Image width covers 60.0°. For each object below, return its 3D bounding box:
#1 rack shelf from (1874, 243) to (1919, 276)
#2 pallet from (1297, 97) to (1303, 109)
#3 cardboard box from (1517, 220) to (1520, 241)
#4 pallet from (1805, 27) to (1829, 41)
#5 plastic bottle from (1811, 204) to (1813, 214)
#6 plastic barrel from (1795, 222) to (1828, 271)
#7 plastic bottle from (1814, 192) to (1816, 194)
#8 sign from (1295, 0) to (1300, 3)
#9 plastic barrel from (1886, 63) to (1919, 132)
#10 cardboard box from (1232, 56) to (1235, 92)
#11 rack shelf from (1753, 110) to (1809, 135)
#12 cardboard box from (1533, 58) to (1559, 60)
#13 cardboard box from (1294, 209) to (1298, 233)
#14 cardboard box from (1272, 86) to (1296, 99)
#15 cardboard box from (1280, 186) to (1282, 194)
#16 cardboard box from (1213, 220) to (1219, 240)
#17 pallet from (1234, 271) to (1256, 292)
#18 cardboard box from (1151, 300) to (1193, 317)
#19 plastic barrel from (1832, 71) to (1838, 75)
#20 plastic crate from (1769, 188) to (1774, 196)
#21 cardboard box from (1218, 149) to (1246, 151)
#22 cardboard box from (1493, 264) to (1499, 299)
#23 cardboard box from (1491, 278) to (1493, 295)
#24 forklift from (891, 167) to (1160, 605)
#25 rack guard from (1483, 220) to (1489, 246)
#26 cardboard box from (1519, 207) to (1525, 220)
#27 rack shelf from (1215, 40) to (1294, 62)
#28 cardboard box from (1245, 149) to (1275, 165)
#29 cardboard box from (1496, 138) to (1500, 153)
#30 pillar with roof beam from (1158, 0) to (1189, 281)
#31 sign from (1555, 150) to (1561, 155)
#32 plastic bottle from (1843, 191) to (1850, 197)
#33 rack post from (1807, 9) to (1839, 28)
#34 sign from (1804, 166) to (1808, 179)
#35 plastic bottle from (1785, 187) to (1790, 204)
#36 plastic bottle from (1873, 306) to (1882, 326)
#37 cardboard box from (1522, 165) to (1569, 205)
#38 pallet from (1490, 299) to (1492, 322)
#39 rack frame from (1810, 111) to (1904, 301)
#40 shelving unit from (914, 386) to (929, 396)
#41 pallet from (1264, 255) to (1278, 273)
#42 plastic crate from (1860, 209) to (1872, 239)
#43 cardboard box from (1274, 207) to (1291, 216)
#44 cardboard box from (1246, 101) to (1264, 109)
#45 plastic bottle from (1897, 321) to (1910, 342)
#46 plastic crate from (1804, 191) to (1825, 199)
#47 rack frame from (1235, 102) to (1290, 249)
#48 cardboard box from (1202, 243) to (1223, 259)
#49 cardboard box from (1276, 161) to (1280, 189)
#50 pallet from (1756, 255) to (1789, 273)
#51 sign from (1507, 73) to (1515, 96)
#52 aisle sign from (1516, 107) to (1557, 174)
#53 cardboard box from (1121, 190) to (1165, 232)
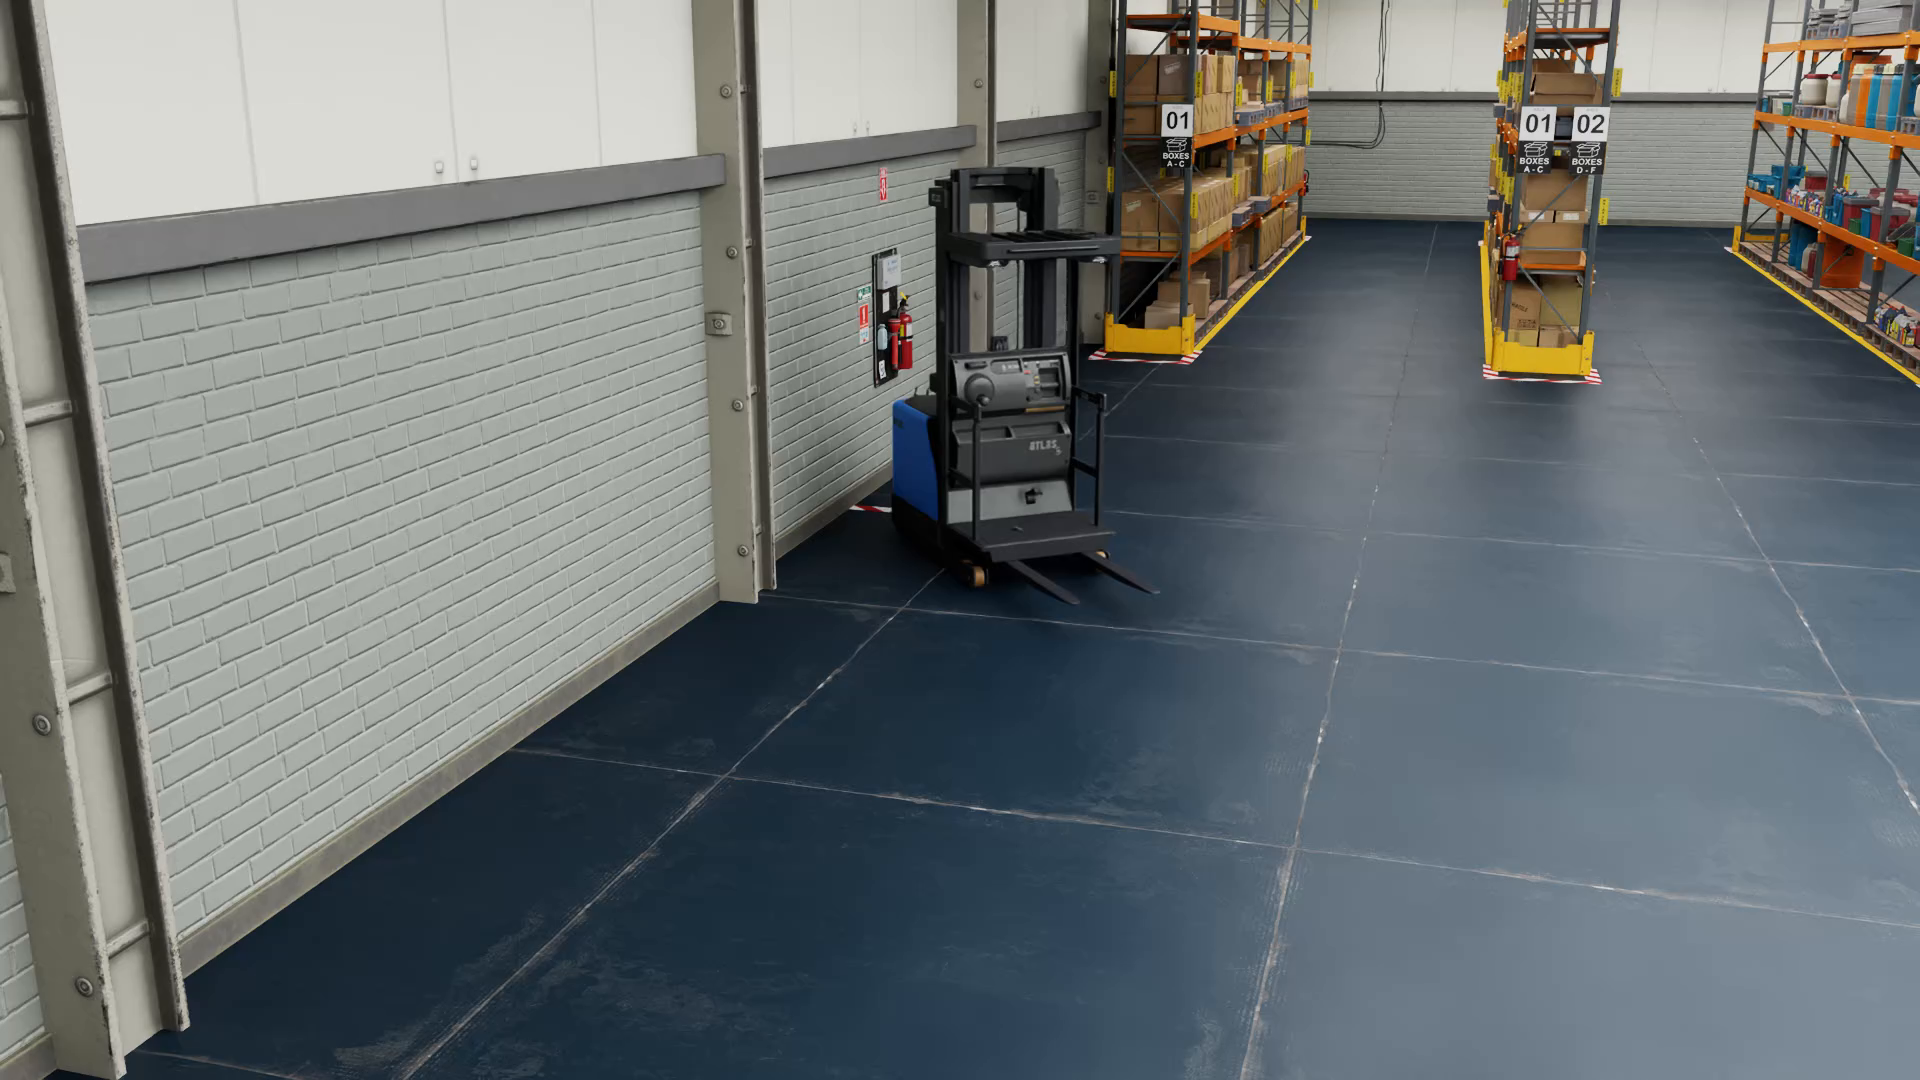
[{"bbox_3d":[12.569,-3.356,20.983,1.077,0.370,4.000,5,16,16],"label":"rack shelf"},{"bbox_3d":[6.504,-9.018,34.293,1.003,0.211,1.213,5,16,16],"label":"pallet"},{"bbox_3d":[7.835,-4.138,22.240,0.700,0.500,0.500,5,17,18],"label":"cardboard box"},{"bbox_3d":[15.205,-8.702,28.598,1.003,0.211,1.213,5,16,16],"label":"pallet"},{"bbox_3d":[14.235,-5.532,27.699,0.097,0.201,0.097,0,16,0],"label":"plastic bottle"},{"bbox_3d":[15.039,-5.185,29.187,0.600,0.901,0.708,5,16,16],"label":"plastic barrel"},{"bbox_3d":[14.797,-5.913,28.907,0.152,0.276,0.135,5,16,16],"label":"plastic bottle"},{"bbox_3d":[6.436,-10.421,31.723,0.100,0.325,0.005,5,16,16],"label":"sign"},{"bbox_3d":[13.074,-6.059,22.780,0.600,0.901,0.708,5,16,16],"label":"plastic barrel"},{"bbox_3d":[3.757,-6.823,24.339,0.500,0.500,0.500,3,16,11],"label":"cardboard box"},{"bbox_3d":[15.980,-7.939,31.642,1.077,0.370,4.000,5,16,16],"label":"rack shelf"},{"bbox_3d":[9.656,-7.743,27.618,0.500,0.500,0.500,5,16,16],"label":"cardboard box"},{"bbox_3d":[6.946,-6.942,36.117,0.700,0.500,0.500,5,16,16],"label":"cardboard box"},{"bbox_3d":[6.362,-8.868,32.922,0.500,0.250,0.500,5,16,16],"label":"cardboard box"},{"bbox_3d":[6.039,-6.797,32.220,0.380,0.149,0.250,5,17,17],"label":"cardboard box"},{"bbox_3d":[3.376,-4.389,23.546,0.500,0.250,0.500,5,17,16],"label":"cardboard box"},{"bbox_3d":[4.552,-4.494,28.787,1.003,0.211,1.213,5,16,16],"label":"pallet"},{"bbox_3d":[2.947,-3.188,23.195,0.500,0.311,0.500,6,17,20],"label":"cardboard box"},{"bbox_3d":[15.346,-7.799,28.719,0.600,0.588,0.600,0,16,0],"label":"plastic barrel"},{"bbox_3d":[15.472,-6.528,31.244,0.437,0.125,0.590,5,16,16],"label":"plastic crate"},{"bbox_3d":[4.956,-7.010,30.406,0.500,0.250,0.500,4,16,14],"label":"cardboard box"},{"bbox_3d":[7.823,-3.622,23.497,0.500,0.500,0.500,5,16,16],"label":"cardboard box"},{"bbox_3d":[8.666,-4.020,26.274,0.500,0.250,0.500,5,17,17],"label":"cardboard box"},{"bbox_3d":[0.471,-1.189,12.151,1.130,2.935,3.031,-6,17,-22],"label":"forklift"},{"bbox_3d":[11.778,-6.527,35.427,1.175,0.500,0.348,5,16,16],"label":"rack guard"},{"bbox_3d":[7.252,-4.107,20.942,0.380,0.149,0.250,5,17,17],"label":"cardboard box"},{"bbox_3d":[5.344,-8.911,30.306,1.077,0.370,4.000,5,16,16],"label":"rack shelf"},{"bbox_3d":[5.442,-6.972,30.275,0.500,0.250,0.500,5,17,16],"label":"cardboard box"},{"bbox_3d":[10.845,-7.651,32.791,0.500,0.500,0.500,5,17,16],"label":"cardboard box"},{"bbox_3d":[7.705,-8.319,26.169,9.100,9.000,0.400,5,16,16],"label":"pillar with roof beam"},{"bbox_3d":[11.196,-7.218,31.160,0.100,0.325,0.005,5,16,16],"label":"sign"},{"bbox_3d":[14.967,-5.717,28.079,0.144,0.351,0.185,5,16,16],"label":"plastic bottle"},{"bbox_3d":[15.142,-8.950,28.532,0.937,0.300,0.954,4,16,15],"label":"rack post"},{"bbox_3d":[17.080,-7.405,33.640,0.100,0.325,0.005,5,16,16],"label":"sign"},{"bbox_3d":[14.898,-6.199,29.903,0.061,0.283,0.133,5,16,16],"label":"plastic bottle"},{"bbox_3d":[12.627,-3.075,22.867,0.097,0.271,0.097,0,16,0],"label":"plastic bottle"},{"bbox_3d":[7.557,-4.509,21.169,0.700,0.500,0.500,4,16,14],"label":"cardboard box"},{"bbox_3d":[8.562,-3.465,25.158,1.003,0.211,1.213,5,16,16],"label":"pallet"},{"bbox_3d":[14.274,-5.272,26.419,1.000,3.000,0.127,5,16,16],"label":"rack frame"},{"bbox_3d":[-0.288,-0.745,13.934,0.252,1.050,0.215,8,0,-35],"label":"shelving unit"},{"bbox_3d":[5.421,-5.217,31.336,1.003,0.211,1.213,5,16,16],"label":"pallet"},{"bbox_3d":[13.153,-4.530,23.834,0.392,0.384,0.575,5,16,16],"label":"plastic crate"},{"bbox_3d":[6.644,-6.798,34.421,0.380,0.149,0.250,4,16,14],"label":"cardboard box"},{"bbox_3d":[4.830,-7.241,27.990,0.500,0.311,0.500,5,16,16],"label":"cardboard box"},{"bbox_3d":[12.240,-2.695,21.518,0.152,0.276,0.135,4,16,14],"label":"plastic bottle"},{"bbox_3d":[15.680,-6.331,30.526,0.396,0.136,0.243,5,16,16],"label":"plastic crate"},{"bbox_3d":[5.913,-7.087,32.817,1.000,3.000,0.127,5,16,16],"label":"rack frame"},{"bbox_3d":[3.954,-4.673,26.707,0.500,0.250,0.500,4,16,15],"label":"cardboard box"},{"bbox_3d":[5.737,-6.882,31.331,0.500,0.500,0.500,5,16,16],"label":"cardboard box"},{"bbox_3d":[15.583,-5.172,31.178,1.003,0.211,1.213,5,16,16],"label":"pallet"},{"bbox_3d":[7.867,-6.493,23.703,0.100,0.325,0.005,5,16,16],"label":"sign"},{"bbox_3d":[6.953,-4.820,20.062,0.394,0.787,0.004,5,16,16],"label":"aisle sign"},{"bbox_3d":[2.433,-4.385,22.157,0.500,0.500,0.500,4,16,15],"label":"cardboard box"}]
